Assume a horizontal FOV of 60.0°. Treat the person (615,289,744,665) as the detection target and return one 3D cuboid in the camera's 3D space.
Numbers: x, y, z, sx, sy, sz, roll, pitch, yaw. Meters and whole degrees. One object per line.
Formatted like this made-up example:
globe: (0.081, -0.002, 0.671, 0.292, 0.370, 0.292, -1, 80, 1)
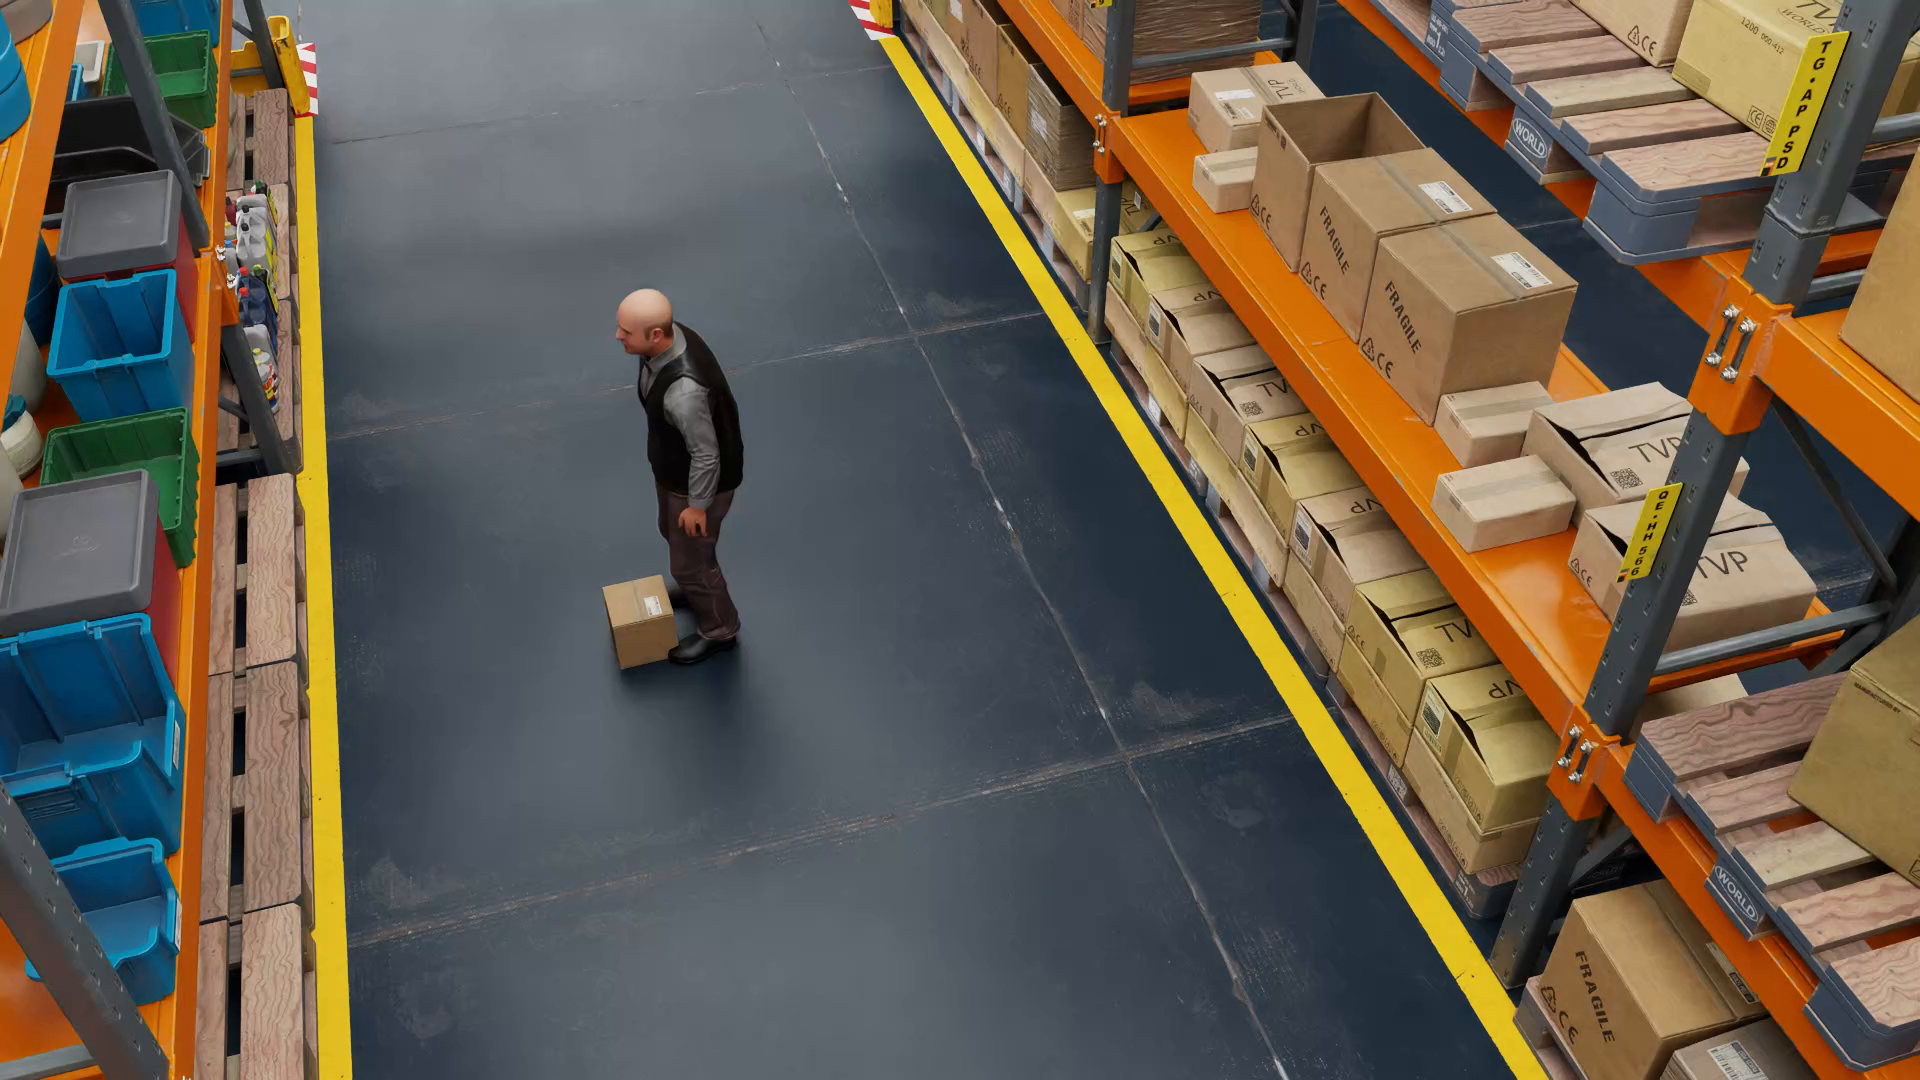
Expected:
person: (-1.056, -0.264, 6.472, 0.426, 1.720, 0.593, -14, 44, -15)
